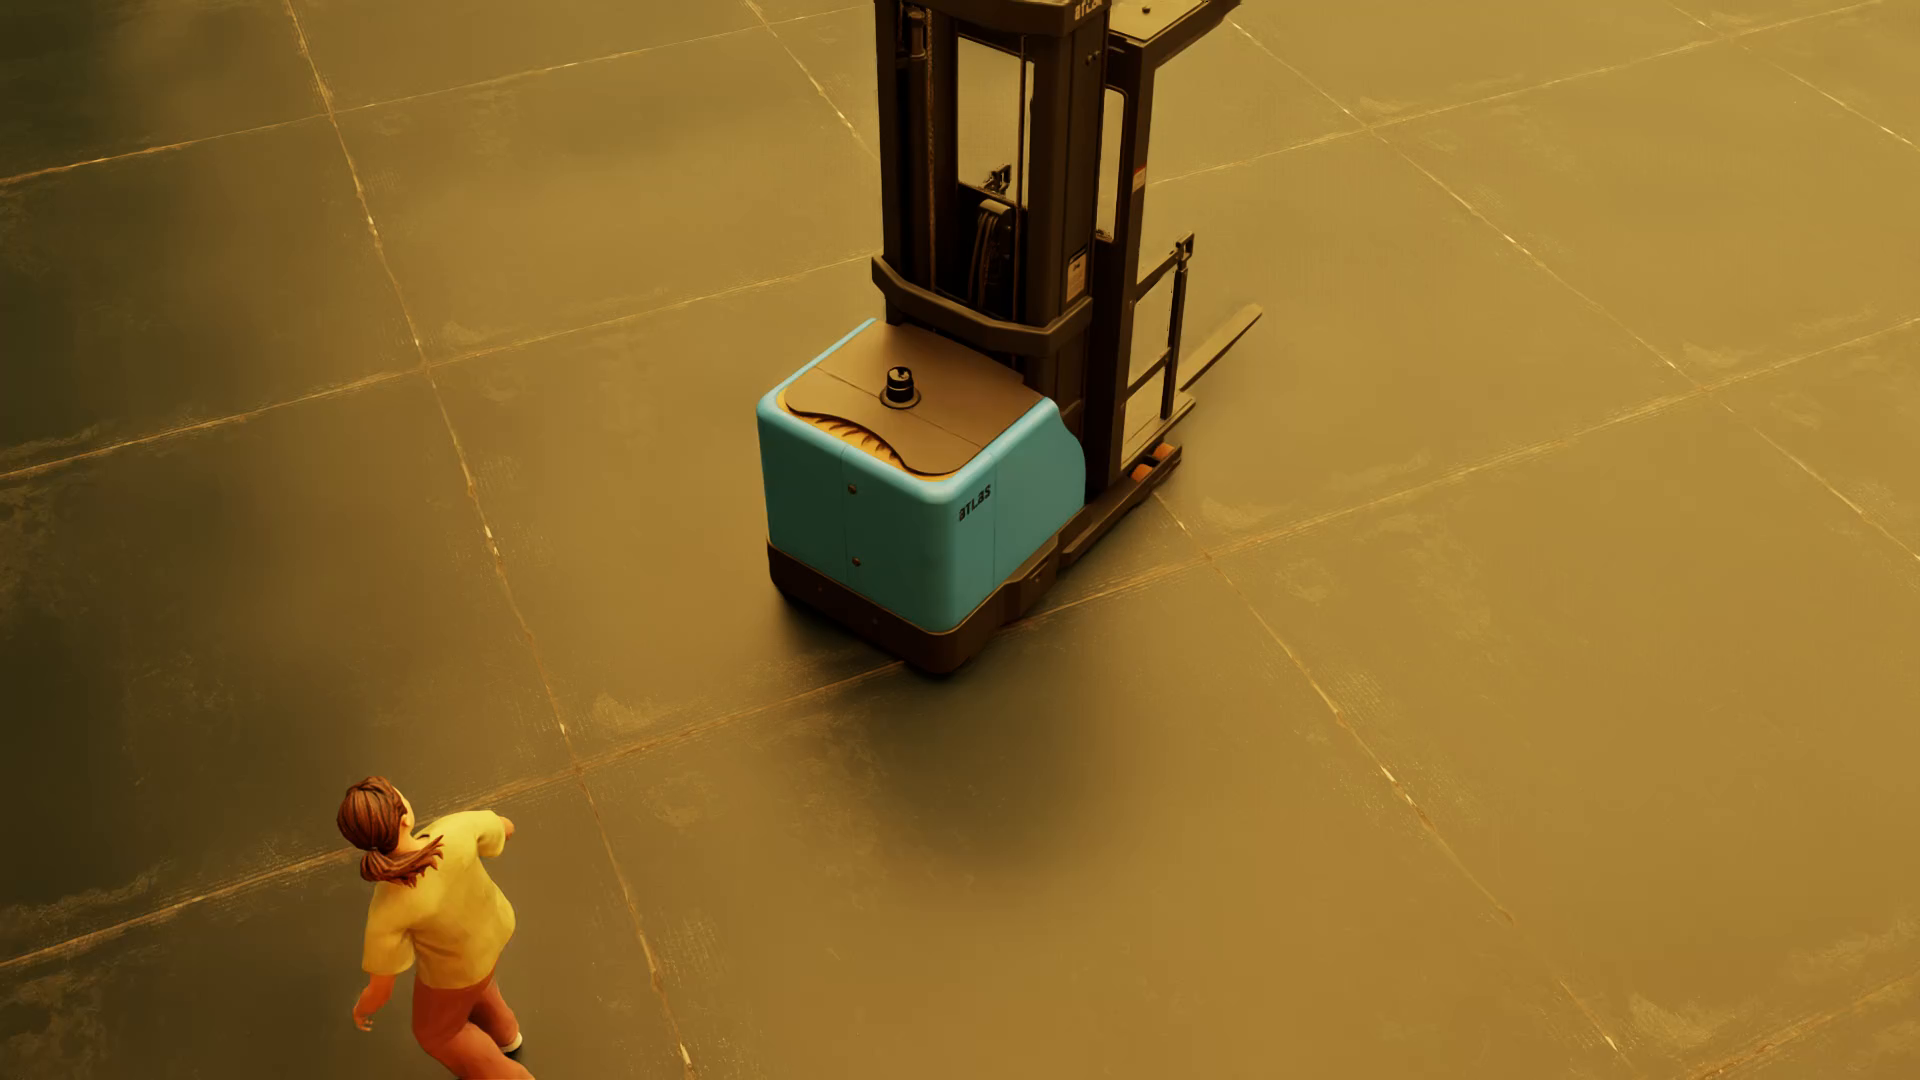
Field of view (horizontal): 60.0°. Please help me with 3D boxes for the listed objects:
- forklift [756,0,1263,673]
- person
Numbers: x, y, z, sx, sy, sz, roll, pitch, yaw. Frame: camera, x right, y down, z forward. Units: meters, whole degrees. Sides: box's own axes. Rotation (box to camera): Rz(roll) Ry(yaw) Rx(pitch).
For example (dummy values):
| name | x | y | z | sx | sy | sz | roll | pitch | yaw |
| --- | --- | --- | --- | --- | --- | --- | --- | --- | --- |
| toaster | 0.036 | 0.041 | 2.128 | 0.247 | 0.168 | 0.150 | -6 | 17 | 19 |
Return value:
| name | x | y | z | sx | sy | sz | roll | pitch | yaw |
| --- | --- | --- | --- | --- | --- | --- | --- | --- | --- |
| forklift | 0.430 | -1.458 | 7.242 | 1.130 | 2.935 | 3.031 | 27 | 50 | 26 |
| person | -1.669 | 1.297 | 5.253 | 0.473 | 1.633 | 0.658 | 12 | 44 | 13 |
